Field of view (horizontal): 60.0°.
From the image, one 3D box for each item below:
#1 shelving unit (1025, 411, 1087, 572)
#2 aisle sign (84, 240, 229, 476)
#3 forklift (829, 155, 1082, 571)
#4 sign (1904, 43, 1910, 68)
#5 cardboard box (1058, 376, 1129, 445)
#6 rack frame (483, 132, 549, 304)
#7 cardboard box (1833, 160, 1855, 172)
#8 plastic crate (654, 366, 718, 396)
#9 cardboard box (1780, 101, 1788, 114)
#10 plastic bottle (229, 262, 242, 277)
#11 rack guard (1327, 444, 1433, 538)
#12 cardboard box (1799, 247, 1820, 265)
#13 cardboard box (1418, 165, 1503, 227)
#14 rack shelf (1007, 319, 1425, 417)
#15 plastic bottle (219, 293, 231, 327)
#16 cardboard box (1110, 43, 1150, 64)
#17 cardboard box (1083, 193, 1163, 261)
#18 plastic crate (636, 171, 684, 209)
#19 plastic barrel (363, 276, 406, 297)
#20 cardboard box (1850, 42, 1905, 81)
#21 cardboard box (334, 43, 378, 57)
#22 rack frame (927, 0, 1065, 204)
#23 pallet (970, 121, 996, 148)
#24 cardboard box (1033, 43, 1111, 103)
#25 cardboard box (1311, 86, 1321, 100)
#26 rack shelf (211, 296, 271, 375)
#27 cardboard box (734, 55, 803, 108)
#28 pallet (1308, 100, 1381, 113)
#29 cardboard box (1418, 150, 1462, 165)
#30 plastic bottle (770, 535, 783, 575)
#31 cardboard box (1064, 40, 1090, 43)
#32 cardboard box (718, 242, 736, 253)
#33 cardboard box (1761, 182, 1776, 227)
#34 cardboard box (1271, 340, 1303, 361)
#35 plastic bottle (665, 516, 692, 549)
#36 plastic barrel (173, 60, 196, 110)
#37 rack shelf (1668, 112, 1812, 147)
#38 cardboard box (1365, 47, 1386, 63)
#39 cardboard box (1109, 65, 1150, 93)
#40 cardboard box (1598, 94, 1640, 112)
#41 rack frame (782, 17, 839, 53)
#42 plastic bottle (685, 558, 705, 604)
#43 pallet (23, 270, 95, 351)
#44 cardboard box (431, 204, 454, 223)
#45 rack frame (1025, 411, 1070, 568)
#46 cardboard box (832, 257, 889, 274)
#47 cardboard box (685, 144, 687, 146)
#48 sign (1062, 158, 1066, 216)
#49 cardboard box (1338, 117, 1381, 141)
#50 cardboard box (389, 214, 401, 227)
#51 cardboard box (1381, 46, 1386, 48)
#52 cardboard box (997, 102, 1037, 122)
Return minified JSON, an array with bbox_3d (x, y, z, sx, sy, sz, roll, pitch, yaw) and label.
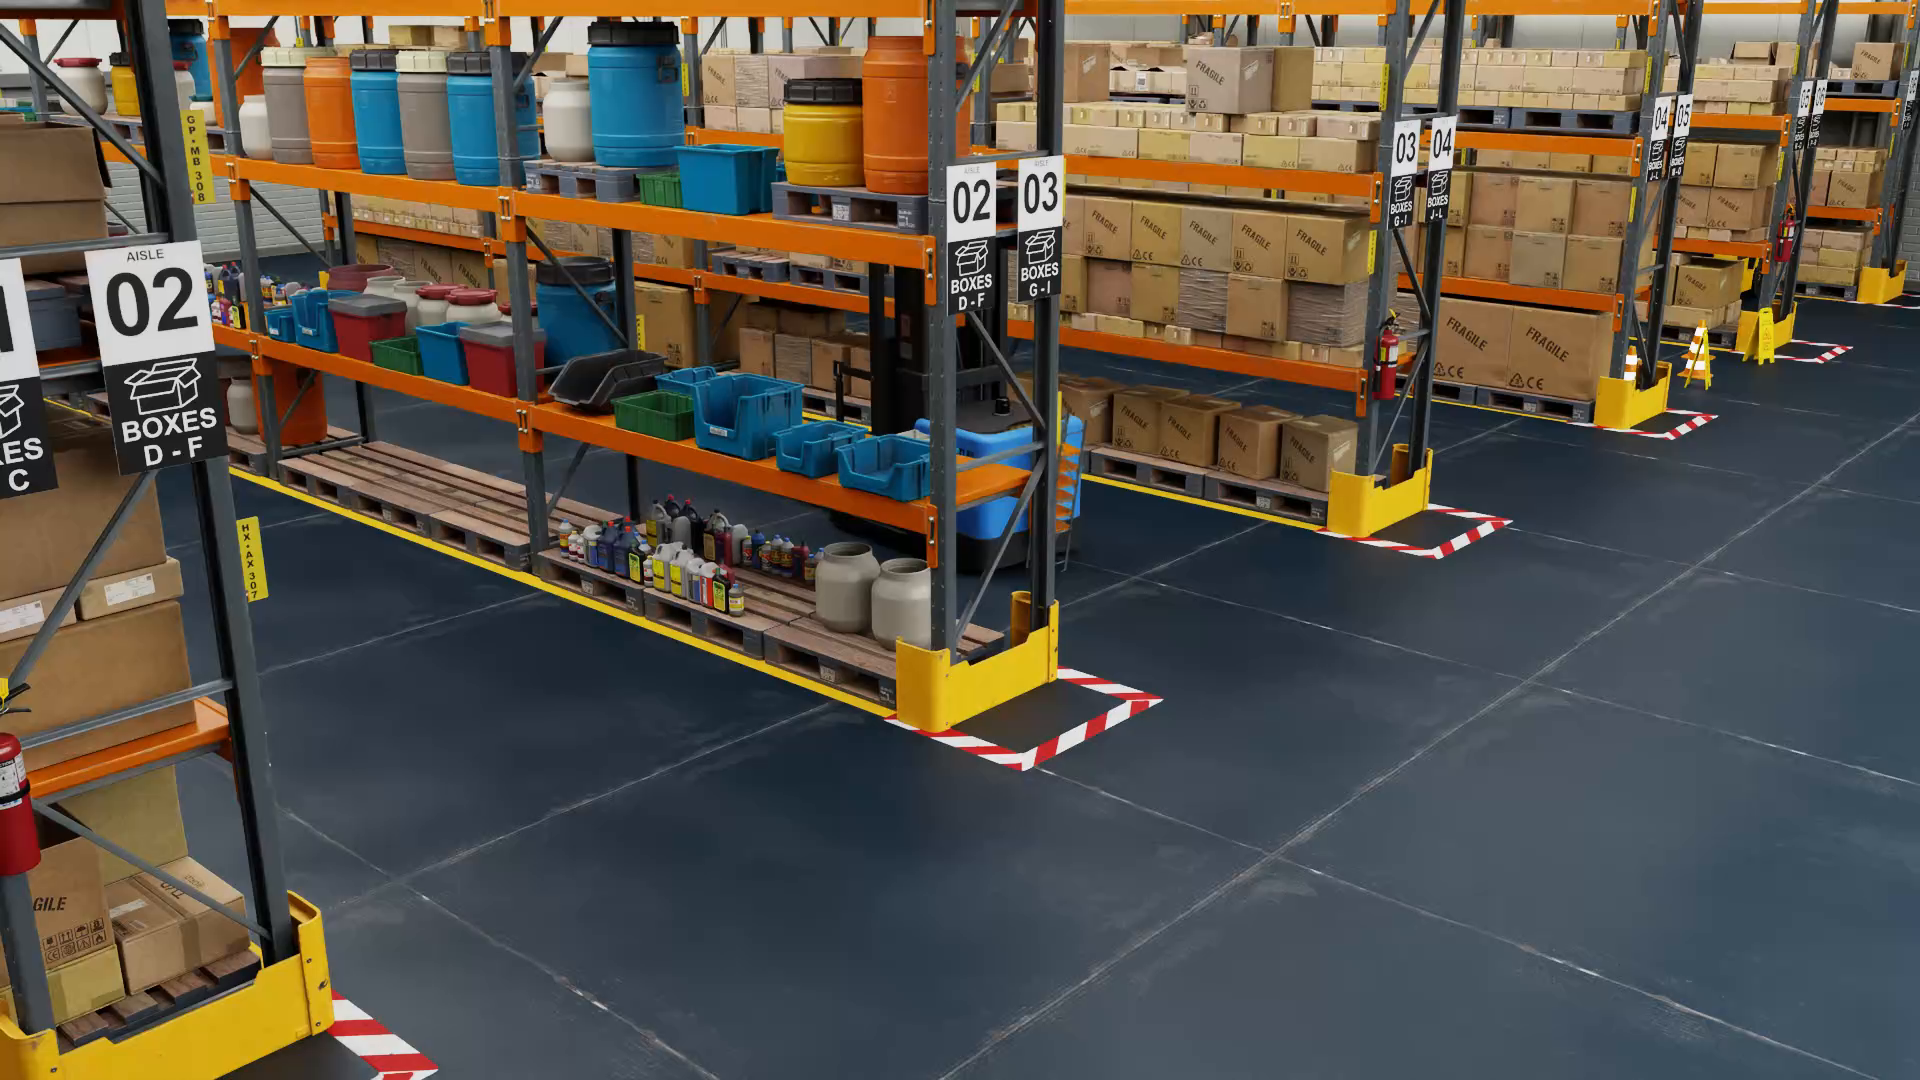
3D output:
[{"bbox_3d":[0.699,-0.328,12.136,0.258,1.200,0.189,-15,32,-39],"label":"shelving unit"},{"bbox_3d":[-2.832,-0.645,5.886,0.004,0.787,0.394,15,23,39],"label":"aisle sign"},{"bbox_3d":[-0.401,-1.541,13.123,1.130,2.935,3.031,-14,23,-38],"label":"forklift"},{"bbox_3d":[12.993,-6.650,22.815,0.005,0.325,0.100,15,23,39],"label":"sign"},{"bbox_3d":[1.208,-1.199,15.369,0.500,0.500,0.500,-10,20,-28],"label":"cardboard box"},{"bbox_3d":[-5.482,-3.999,20.755,0.127,3.000,1.000,15,23,39],"label":"rack frame"},{"bbox_3d":[12.707,-5.363,23.815,0.250,0.149,0.380,16,23,40],"label":"cardboard box"},{"bbox_3d":[-1.778,-1.041,11.678,0.616,0.251,0.499,15,23,39],"label":"plastic crate"},{"bbox_3d":[10.039,-5.282,20.253,0.250,0.149,0.380,15,23,39],"label":"cardboard box"},{"bbox_3d":[-7.041,-2.524,16.186,0.185,0.351,0.144,15,23,39],"label":"plastic bottle"},{"bbox_3d":[3.437,-0.414,13.589,0.348,0.500,1.175,15,23,39],"label":"rack guard"},{"bbox_3d":[12.424,-4.214,24.455,0.500,0.250,0.500,15,23,39],"label":"cardboard box"},{"bbox_3d":[5.326,-3.671,17.687,0.500,0.550,0.875,15,23,39],"label":"cardboard box"},{"bbox_3d":[1.998,-1.649,14.537,4.000,0.370,1.077,15,23,39],"label":"rack shelf"},{"bbox_3d":[-6.536,-2.051,14.809,0.133,0.283,0.061,15,23,39],"label":"plastic bottle"},{"bbox_3d":[2.577,-7.404,25.665,0.500,0.500,0.500,15,23,40],"label":"cardboard box"},{"bbox_3d":[1.418,-2.711,14.384,0.500,0.500,0.500,15,23,39],"label":"cardboard box"},{"bbox_3d":[-1.786,-2.223,10.548,0.450,0.188,0.336,15,23,39],"label":"plastic crate"},{"bbox_3d":[-4.866,-1.971,14.178,0.421,0.512,0.421,0,18,0],"label":"plastic barrel"},{"bbox_3d":[12.871,-6.715,23.327,0.500,0.500,0.500,16,24,41],"label":"cardboard box"},{"bbox_3d":[-8.049,-6.435,22.447,0.500,0.500,0.700,13,22,36],"label":"cardboard box"},{"bbox_3d":[0.206,-3.329,8.724,0.127,3.000,1.000,15,23,39],"label":"rack frame"},{"bbox_3d":[0.111,-3.881,15.735,1.003,0.211,1.213,15,23,39],"label":"pallet"},{"bbox_3d":[1.008,-4.218,15.001,0.500,0.500,0.500,14,22,38],"label":"cardboard box"},{"bbox_3d":[3.916,-4.903,18.198,0.250,0.149,0.380,15,23,38],"label":"cardboard box"},{"bbox_3d":[-7.273,-2.134,16.067,4.000,0.370,1.077,15,23,39],"label":"rack shelf"},{"bbox_3d":[-1.932,-4.657,16.875,0.500,0.500,0.500,15,23,40],"label":"cardboard box"},{"bbox_3d":[4.475,-4.716,18.200,1.213,0.211,1.003,15,23,39],"label":"pallet"},{"bbox_3d":[6.582,-5.066,22.763,0.500,0.500,0.500,15,23,38],"label":"cardboard box"},{"bbox_3d":[-1.274,0.098,11.627,0.097,0.271,0.097,0,18,0],"label":"plastic bottle"},{"bbox_3d":[2.314,-9.557,32.237,0.500,0.250,0.500,15,23,38],"label":"cardboard box"},{"bbox_3d":[-2.673,-3.403,18.710,0.500,0.500,0.500,16,24,41],"label":"cardboard box"},{"bbox_3d":[9.901,-4.179,20.665,0.500,0.500,0.500,15,23,38],"label":"cardboard box"},{"bbox_3d":[2.736,-1.570,13.514,0.250,0.149,0.380,15,23,39],"label":"cardboard box"},{"bbox_3d":[-2.049,-0.043,12.063,0.135,0.276,0.152,15,23,39],"label":"plastic bottle"},{"bbox_3d":[-7.203,-4.092,15.170,0.433,0.535,0.433,0,18,0],"label":"plastic barrel"},{"bbox_3d":[8.576,-5.320,21.148,4.000,0.370,1.077,15,23,39],"label":"rack shelf"},{"bbox_3d":[4.487,-5.130,17.596,0.250,0.149,0.380,15,23,38],"label":"cardboard box"},{"bbox_3d":[2.032,-5.534,19.921,0.500,0.311,0.500,15,23,38],"label":"cardboard box"},{"bbox_3d":[6.388,-4.240,16.109,0.250,0.149,0.380,15,23,39],"label":"cardboard box"},{"bbox_3d":[-2.114,-7.961,23.319,0.127,3.000,1.000,15,23,39],"label":"rack frame"},{"bbox_3d":[-1.733,0.265,11.093,0.135,0.276,0.152,14,22,38],"label":"plastic bottle"},{"bbox_3d":[-3.596,-0.885,6.128,1.213,0.211,1.003,15,23,39],"label":"pallet"},{"bbox_3d":[-6.375,-4.202,21.150,0.500,0.250,0.500,16,24,41],"label":"cardboard box"},{"bbox_3d":[0.640,-0.362,12.197,0.240,1.200,0.006,-15,32,-39],"label":"rack frame"},{"bbox_3d":[-0.856,-2.970,16.645,0.797,0.503,0.637,-15,23,-40],"label":"cardboard box"},{"bbox_3d":[-3.807,-6.109,25.093,0.500,0.500,0.500,14,22,38],"label":"cardboard box"},{"bbox_3d":[0.574,-2.027,9.566,0.005,0.325,0.100,15,23,39],"label":"sign"},{"bbox_3d":[3.079,-3.123,12.625,0.250,0.149,0.380,15,23,39],"label":"cardboard box"},{"bbox_3d":[-7.276,-4.228,21.891,0.250,0.149,0.380,14,23,38],"label":"cardboard box"},{"bbox_3d":[4.731,-5.330,18.227,0.250,0.149,0.380,15,23,39],"label":"cardboard box"},{"bbox_3d":[0.540,-3.806,14.777,0.250,0.149,0.380,14,22,38],"label":"cardboard box"}]
